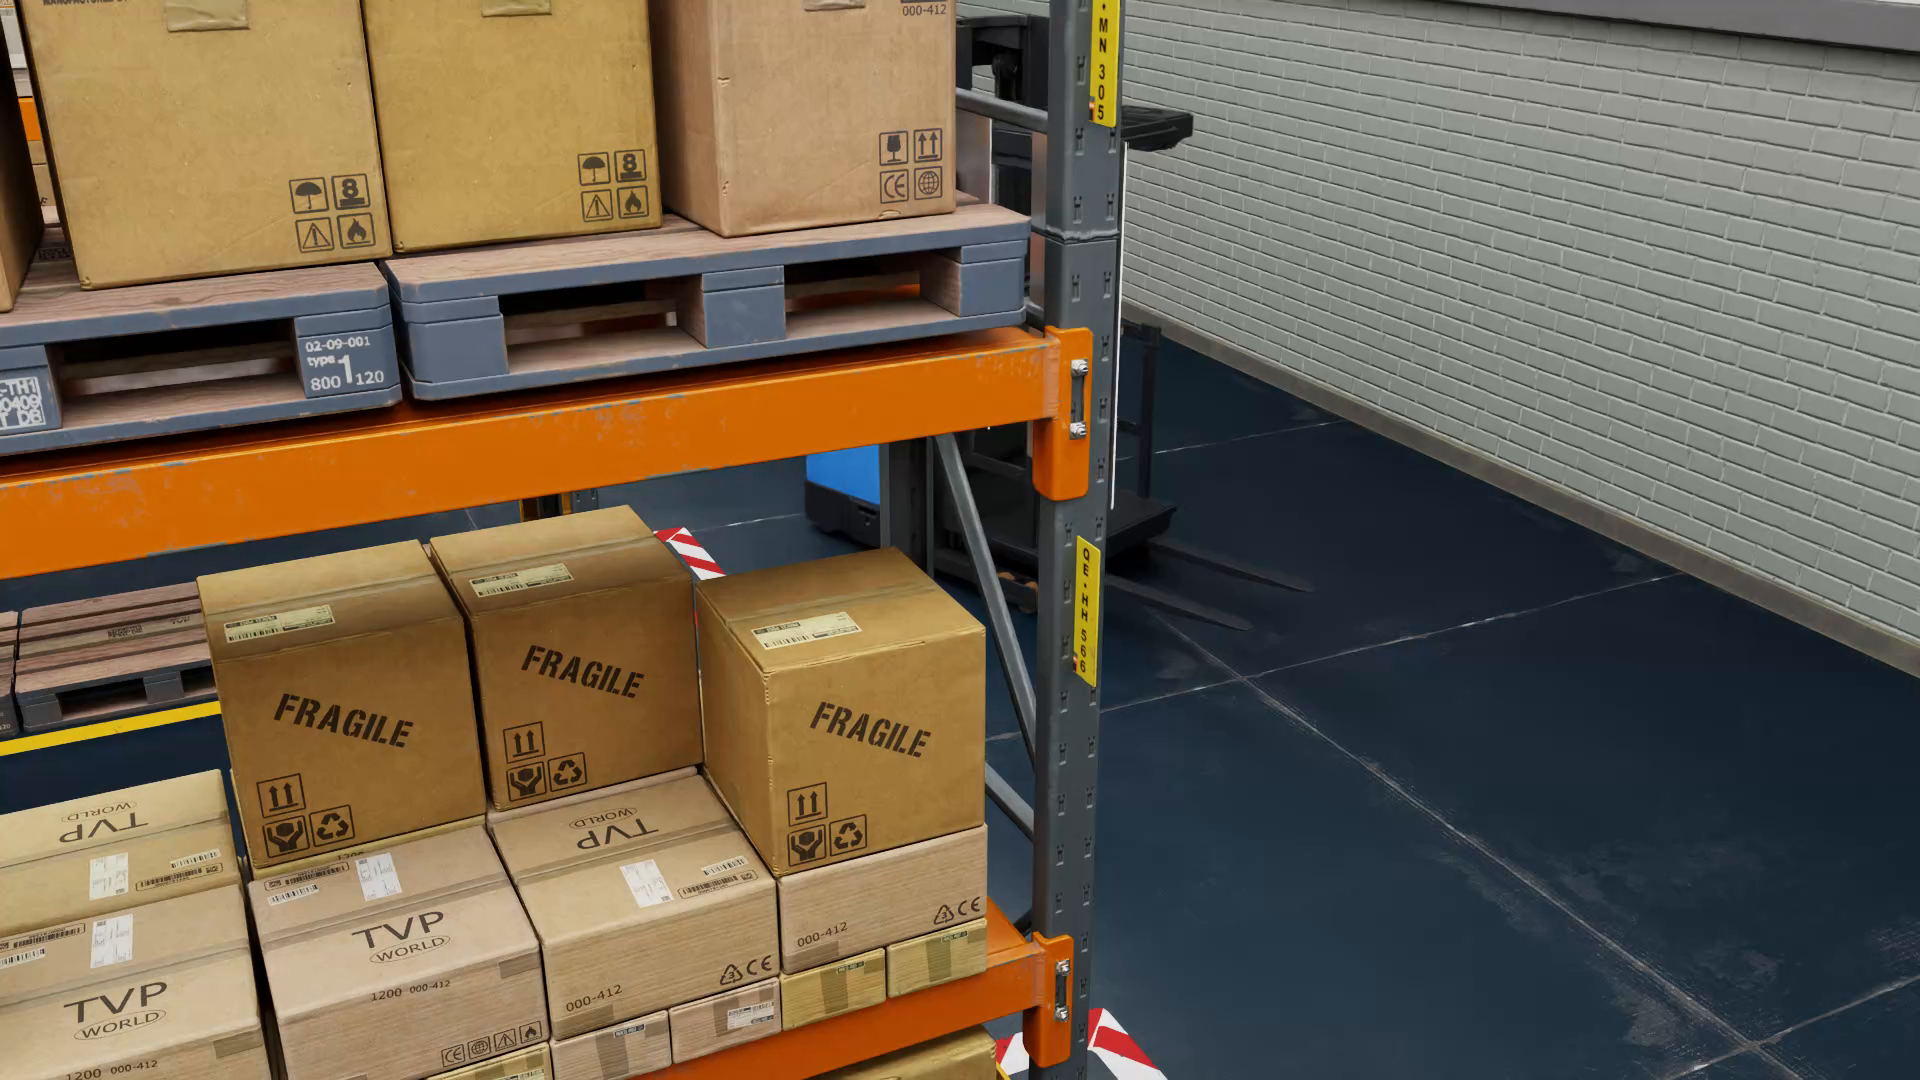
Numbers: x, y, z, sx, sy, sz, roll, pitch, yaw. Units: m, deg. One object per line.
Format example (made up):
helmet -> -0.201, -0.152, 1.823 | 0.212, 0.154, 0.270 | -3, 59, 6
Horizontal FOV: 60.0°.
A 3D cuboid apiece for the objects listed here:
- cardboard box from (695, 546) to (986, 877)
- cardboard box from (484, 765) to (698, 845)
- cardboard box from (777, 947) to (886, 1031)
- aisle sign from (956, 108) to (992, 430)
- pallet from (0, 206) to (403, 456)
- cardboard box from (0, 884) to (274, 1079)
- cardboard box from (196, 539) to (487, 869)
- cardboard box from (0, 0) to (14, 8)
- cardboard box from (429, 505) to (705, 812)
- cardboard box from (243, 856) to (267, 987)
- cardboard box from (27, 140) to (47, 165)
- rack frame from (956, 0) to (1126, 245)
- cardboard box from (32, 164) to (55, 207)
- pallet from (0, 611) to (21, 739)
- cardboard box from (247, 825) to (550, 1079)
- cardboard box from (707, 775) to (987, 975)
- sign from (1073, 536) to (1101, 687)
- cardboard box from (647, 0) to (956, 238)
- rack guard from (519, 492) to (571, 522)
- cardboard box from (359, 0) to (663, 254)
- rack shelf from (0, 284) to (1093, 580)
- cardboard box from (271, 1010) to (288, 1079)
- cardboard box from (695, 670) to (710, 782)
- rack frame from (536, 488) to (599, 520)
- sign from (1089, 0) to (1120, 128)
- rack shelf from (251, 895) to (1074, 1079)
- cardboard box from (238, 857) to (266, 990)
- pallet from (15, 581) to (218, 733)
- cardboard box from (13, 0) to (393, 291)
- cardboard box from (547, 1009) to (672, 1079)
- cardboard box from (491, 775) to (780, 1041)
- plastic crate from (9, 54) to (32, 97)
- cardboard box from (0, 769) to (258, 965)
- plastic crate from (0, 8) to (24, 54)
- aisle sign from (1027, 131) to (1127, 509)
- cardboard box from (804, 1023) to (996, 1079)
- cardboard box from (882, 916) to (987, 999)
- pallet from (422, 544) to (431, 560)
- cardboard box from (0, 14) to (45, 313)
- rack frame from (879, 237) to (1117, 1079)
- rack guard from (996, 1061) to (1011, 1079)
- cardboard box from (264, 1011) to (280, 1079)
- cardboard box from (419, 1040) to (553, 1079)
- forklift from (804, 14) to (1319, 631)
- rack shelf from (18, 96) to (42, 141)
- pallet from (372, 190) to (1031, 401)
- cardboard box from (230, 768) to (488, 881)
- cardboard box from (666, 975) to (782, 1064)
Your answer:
cardboard box -> -0.274, 0.368, 3.765 | 0.500, 0.500, 0.500 | -10, 25, -23
cardboard box -> -0.964, 0.618, 4.141 | 0.500, 0.250, 0.500 | -11, 25, -24
cardboard box -> -0.360, 0.944, 3.876 | 0.250, 0.149, 0.380 | -10, 25, -23
aisle sign -> -0.014, -0.705, 4.132 | 0.004, 0.787, 0.394 | -10, 25, -24
pallet -> -1.713, -0.403, 2.996 | 1.213, 0.211, 1.003 | -10, 25, -24
cardboard box -> -1.654, 0.971, 3.288 | 0.500, 0.250, 0.500 | -10, 25, -24
cardboard box -> -1.413, 0.354, 3.799 | 0.500, 0.500, 0.500 | -11, 25, -25
cardboard box -> -6.397, -3.616, 10.837 | 0.500, 0.250, 0.500 | -10, 25, -24
cardboard box -> -0.949, 0.266, 4.011 | 0.500, 0.500, 0.500 | -11, 25, -25
cardboard box -> -1.569, 0.887, 4.014 | 0.250, 0.149, 0.380 | -11, 25, -24
cardboard box -> -6.371, -2.800, 11.154 | 0.500, 0.500, 0.500 | -11, 25, -25
rack frame -> 0.051, -2.160, 3.203 | 0.127, 3.000, 1.000 | -10, 25, -24
cardboard box -> -6.357, -2.345, 11.362 | 0.500, 0.500, 0.500 | -11, 25, -24
pallet -> -5.055, 0.721, 7.732 | 1.213, 0.211, 1.003 | -10, 25, -24
cardboard box -> -1.186, 0.884, 3.501 | 0.500, 0.250, 0.500 | -11, 25, -25
cardboard box -> -0.270, 0.715, 3.907 | 0.500, 0.250, 0.500 | -11, 25, -24
sign -> 0.274, 0.156, 3.627 | 0.005, 0.325, 0.100 | -10, 25, -24
cardboard box -> -0.394, -0.956, 3.406 | 0.500, 0.500, 0.700 | -12, 25, -27
rack guard -> -2.081, 0.051, 8.973 | 0.348, 0.500, 1.175 | -10, 25, -24
cardboard box -> -0.953, -0.904, 3.280 | 0.500, 0.500, 0.700 | -11, 25, -26
rack shelf -> -1.751, -0.110, 3.113 | 4.000, 0.370, 1.077 | -10, 25, -24
cardboard box -> -1.280, 1.113, 3.467 | 0.250, 0.149, 0.380 | -10, 25, -23
cardboard box -> -0.498, 0.530, 4.355 | 0.500, 0.250, 0.500 | -11, 25, -25
rack frame -> -2.097, -1.095, 8.474 | 0.127, 3.000, 1.000 | -10, 25, -24
sign -> 0.274, -0.958, 3.166 | 0.005, 0.325, 0.100 | -10, 25, -24
rack shelf -> -1.751, 1.276, 3.687 | 4.000, 0.370, 1.077 | -10, 25, -24
cardboard box -> -1.797, 0.928, 3.914 | 0.250, 0.149, 0.380 | -11, 25, -25
pallet -> -3.954, 0.517, 8.224 | 1.213, 0.211, 1.003 | -10, 25, -24
cardboard box -> -1.398, -0.802, 3.033 | 0.500, 0.500, 0.700 | -12, 25, -27
cardboard box -> -0.813, 1.026, 3.677 | 0.250, 0.149, 0.380 | -10, 24, -23
cardboard box -> -0.728, 0.799, 3.705 | 0.500, 0.250, 0.500 | -11, 25, -25
plastic crate -> -3.851, -1.931, 6.917 | 0.530, 0.136, 0.437 | -10, 25, -24
cardboard box -> -1.886, 0.789, 3.729 | 0.500, 0.250, 0.500 | -11, 25, -25
plastic crate -> -4.228, -2.165, 7.292 | 0.530, 0.282, 0.437 | -10, 25, -24
aisle sign -> 0.246, -0.498, 3.633 | 0.004, 0.787, 0.394 | -10, 25, -24
cardboard box -> -0.491, 1.533, 4.354 | 0.875, 0.875, 0.875 | -10, 25, -24
cardboard box -> -0.127, 0.900, 3.982 | 0.250, 0.149, 0.380 | -10, 24, -23
pallet -> -2.857, 0.316, 8.710 | 1.213, 0.211, 1.003 | -10, 25, -24
cardboard box -> -1.855, -0.673, 2.722 | 0.500, 0.500, 0.700 | -9, 24, -21
rack frame -> 0.051, 0.612, 4.351 | 0.127, 3.000, 1.000 | -10, 25, -24
rack guard -> 0.073, 1.762, 4.839 | 0.348, 0.500, 1.175 | -10, 25, -24
cardboard box -> -1.504, 1.154, 3.370 | 0.250, 0.149, 0.380 | -10, 24, -23
cardboard box -> -1.046, 1.070, 3.572 | 0.250, 0.149, 0.380 | -11, 25, -25
forklift -> 0.506, -1.191, 8.795 | 3.031, 2.935, 1.130 | 19, 29, 39
rack shelf -> -3.899, -1.817, 7.237 | 4.000, 0.370, 1.077 | -10, 25, -24
pallet -> -0.613, -0.607, 3.488 | 1.213, 0.211, 1.003 | -10, 25, -24
cardboard box -> -1.418, 0.701, 3.943 | 0.500, 0.250, 0.500 | -11, 25, -25
cardboard box -> -0.588, 0.985, 3.776 | 0.250, 0.149, 0.380 | -10, 25, -23
